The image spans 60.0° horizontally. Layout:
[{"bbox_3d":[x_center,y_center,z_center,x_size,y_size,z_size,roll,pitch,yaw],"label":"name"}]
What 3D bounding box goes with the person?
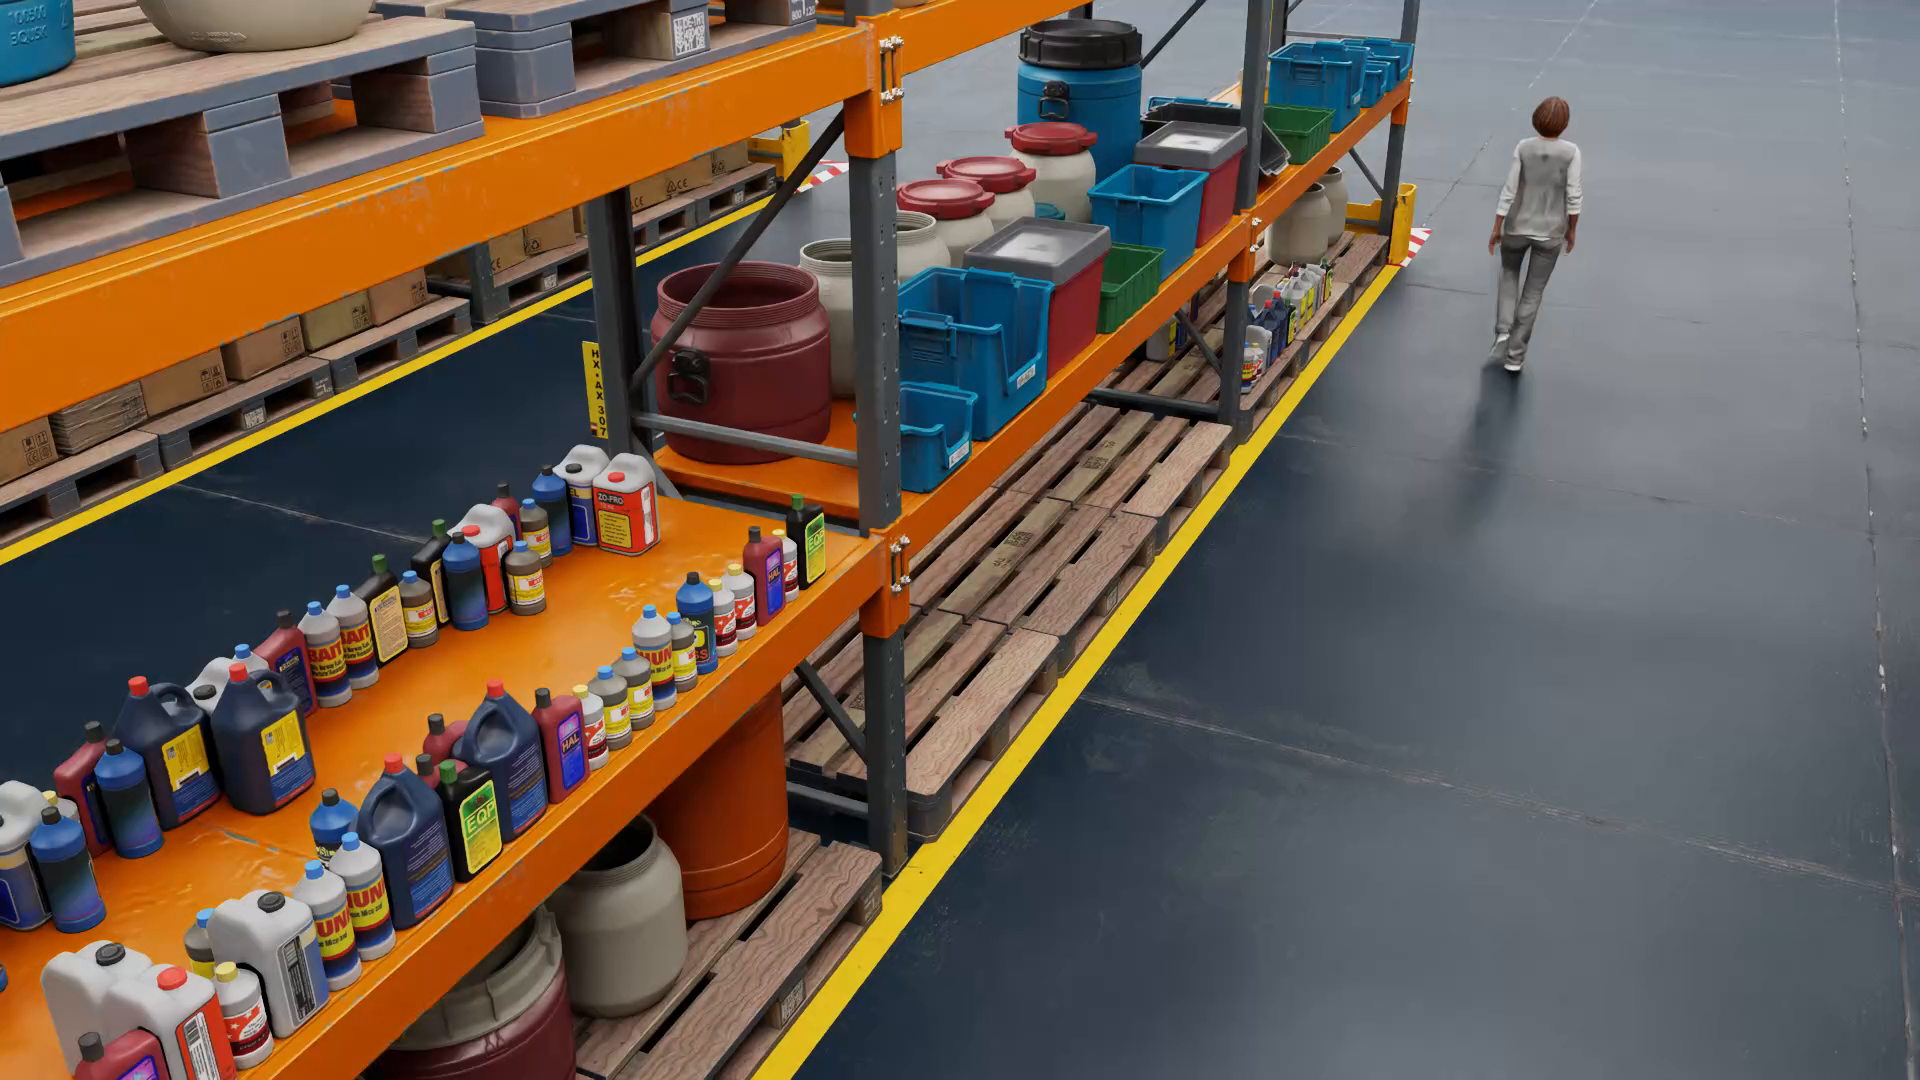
[{"bbox_3d":[3.350,-1.771,9.718,0.471,1.627,0.485,11,29,22],"label":"person"}]
